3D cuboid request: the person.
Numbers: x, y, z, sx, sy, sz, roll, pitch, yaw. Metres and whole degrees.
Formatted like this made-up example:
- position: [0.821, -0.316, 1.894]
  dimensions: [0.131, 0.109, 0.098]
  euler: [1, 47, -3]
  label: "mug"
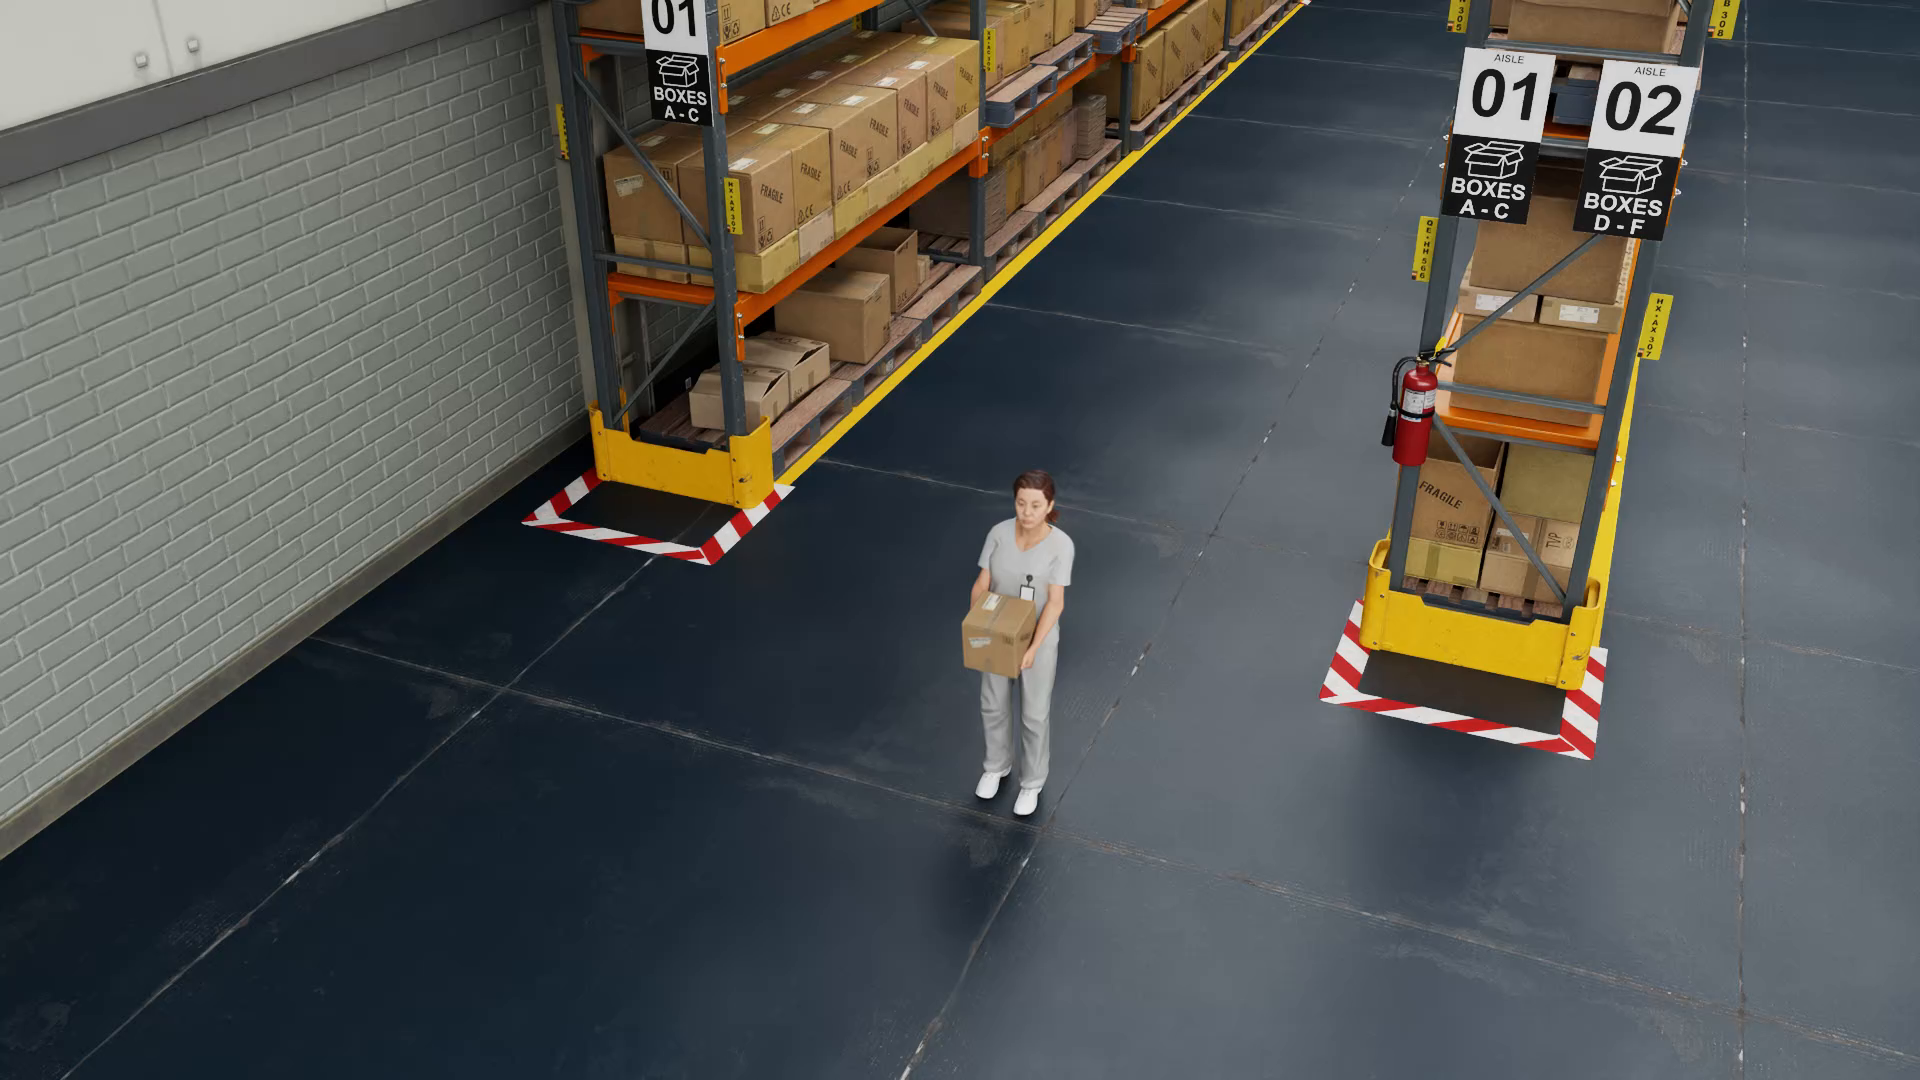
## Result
- position: [0.261, 0.485, 7.558]
  dimensions: [0.437, 1.662, 0.555]
  euler: [12, 32, 20]
  label: "person"
